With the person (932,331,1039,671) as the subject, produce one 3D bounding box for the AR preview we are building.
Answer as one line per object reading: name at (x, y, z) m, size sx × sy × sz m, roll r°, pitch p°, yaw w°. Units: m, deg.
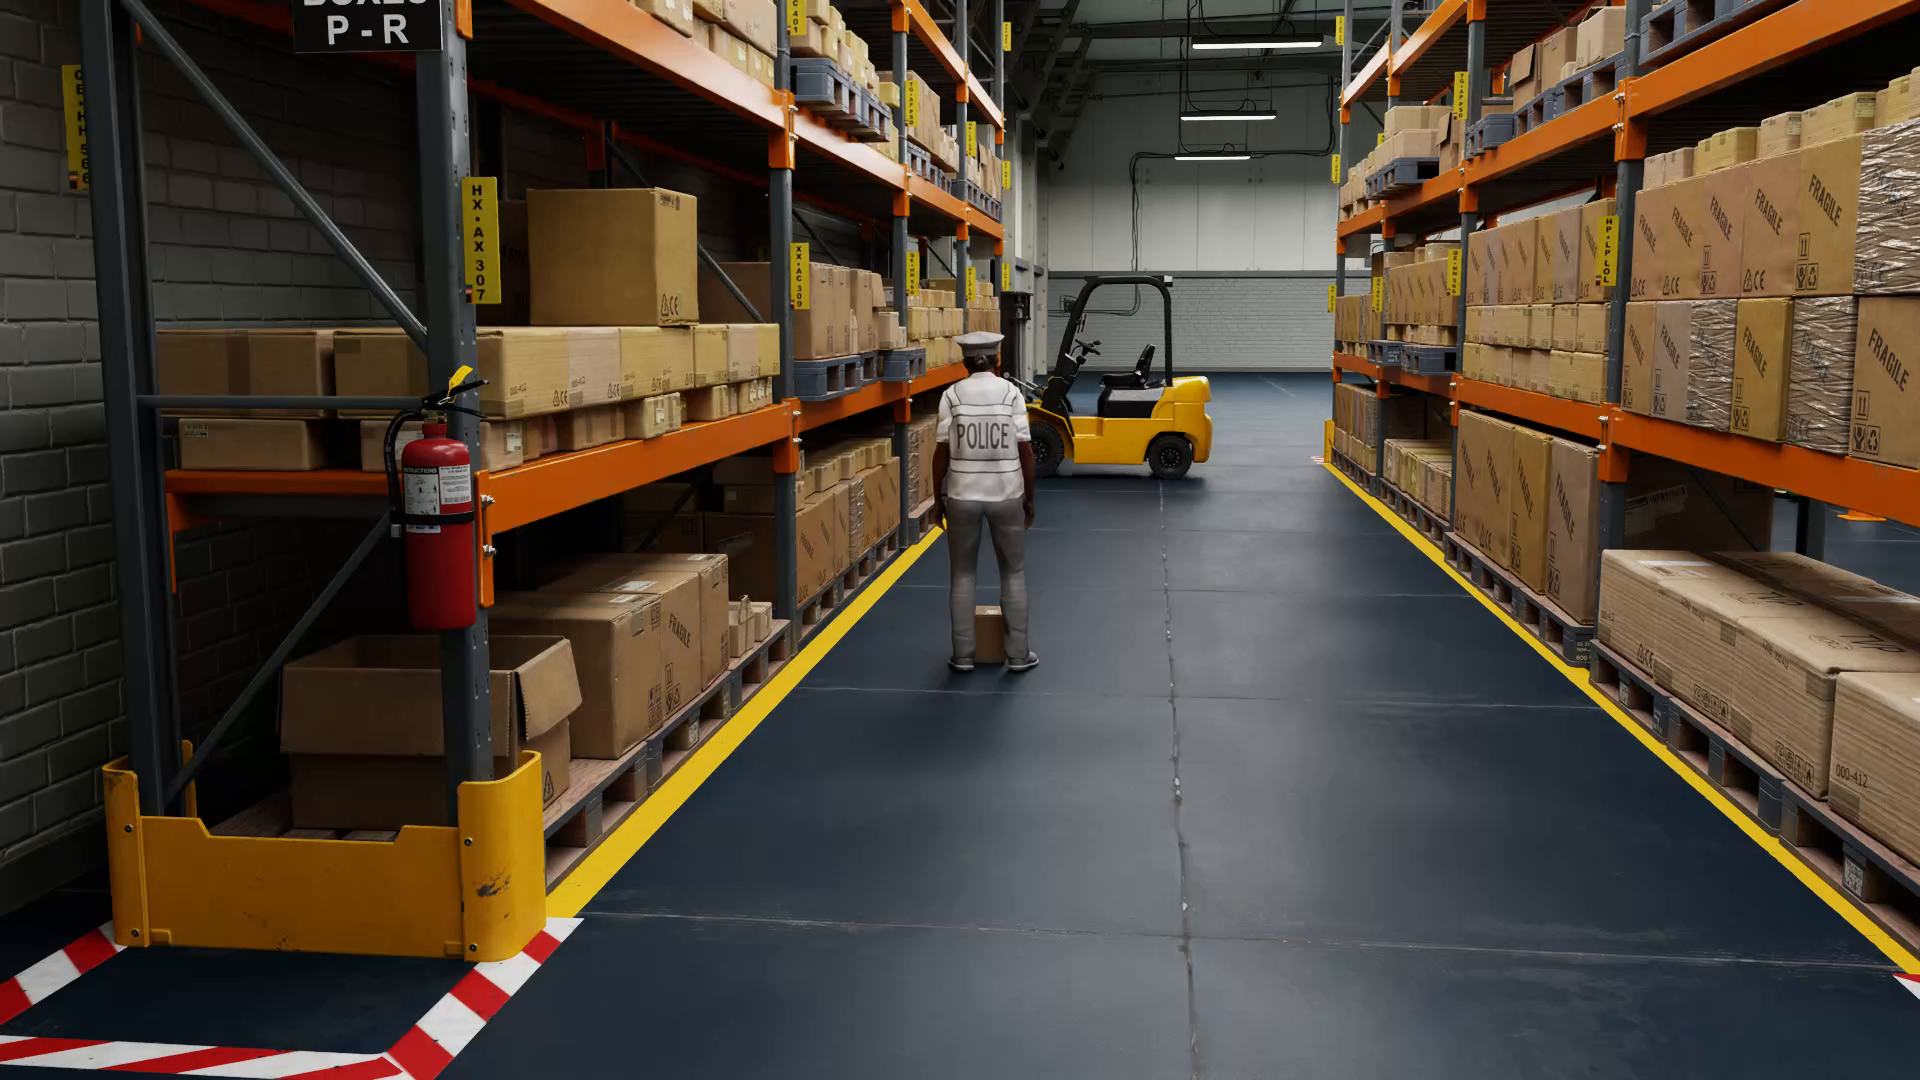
person at (0.129, -0.186, 8.166) m, size 0.527 × 1.661 × 0.395 m, roll 0°, pitch 8°, yaw 2°
